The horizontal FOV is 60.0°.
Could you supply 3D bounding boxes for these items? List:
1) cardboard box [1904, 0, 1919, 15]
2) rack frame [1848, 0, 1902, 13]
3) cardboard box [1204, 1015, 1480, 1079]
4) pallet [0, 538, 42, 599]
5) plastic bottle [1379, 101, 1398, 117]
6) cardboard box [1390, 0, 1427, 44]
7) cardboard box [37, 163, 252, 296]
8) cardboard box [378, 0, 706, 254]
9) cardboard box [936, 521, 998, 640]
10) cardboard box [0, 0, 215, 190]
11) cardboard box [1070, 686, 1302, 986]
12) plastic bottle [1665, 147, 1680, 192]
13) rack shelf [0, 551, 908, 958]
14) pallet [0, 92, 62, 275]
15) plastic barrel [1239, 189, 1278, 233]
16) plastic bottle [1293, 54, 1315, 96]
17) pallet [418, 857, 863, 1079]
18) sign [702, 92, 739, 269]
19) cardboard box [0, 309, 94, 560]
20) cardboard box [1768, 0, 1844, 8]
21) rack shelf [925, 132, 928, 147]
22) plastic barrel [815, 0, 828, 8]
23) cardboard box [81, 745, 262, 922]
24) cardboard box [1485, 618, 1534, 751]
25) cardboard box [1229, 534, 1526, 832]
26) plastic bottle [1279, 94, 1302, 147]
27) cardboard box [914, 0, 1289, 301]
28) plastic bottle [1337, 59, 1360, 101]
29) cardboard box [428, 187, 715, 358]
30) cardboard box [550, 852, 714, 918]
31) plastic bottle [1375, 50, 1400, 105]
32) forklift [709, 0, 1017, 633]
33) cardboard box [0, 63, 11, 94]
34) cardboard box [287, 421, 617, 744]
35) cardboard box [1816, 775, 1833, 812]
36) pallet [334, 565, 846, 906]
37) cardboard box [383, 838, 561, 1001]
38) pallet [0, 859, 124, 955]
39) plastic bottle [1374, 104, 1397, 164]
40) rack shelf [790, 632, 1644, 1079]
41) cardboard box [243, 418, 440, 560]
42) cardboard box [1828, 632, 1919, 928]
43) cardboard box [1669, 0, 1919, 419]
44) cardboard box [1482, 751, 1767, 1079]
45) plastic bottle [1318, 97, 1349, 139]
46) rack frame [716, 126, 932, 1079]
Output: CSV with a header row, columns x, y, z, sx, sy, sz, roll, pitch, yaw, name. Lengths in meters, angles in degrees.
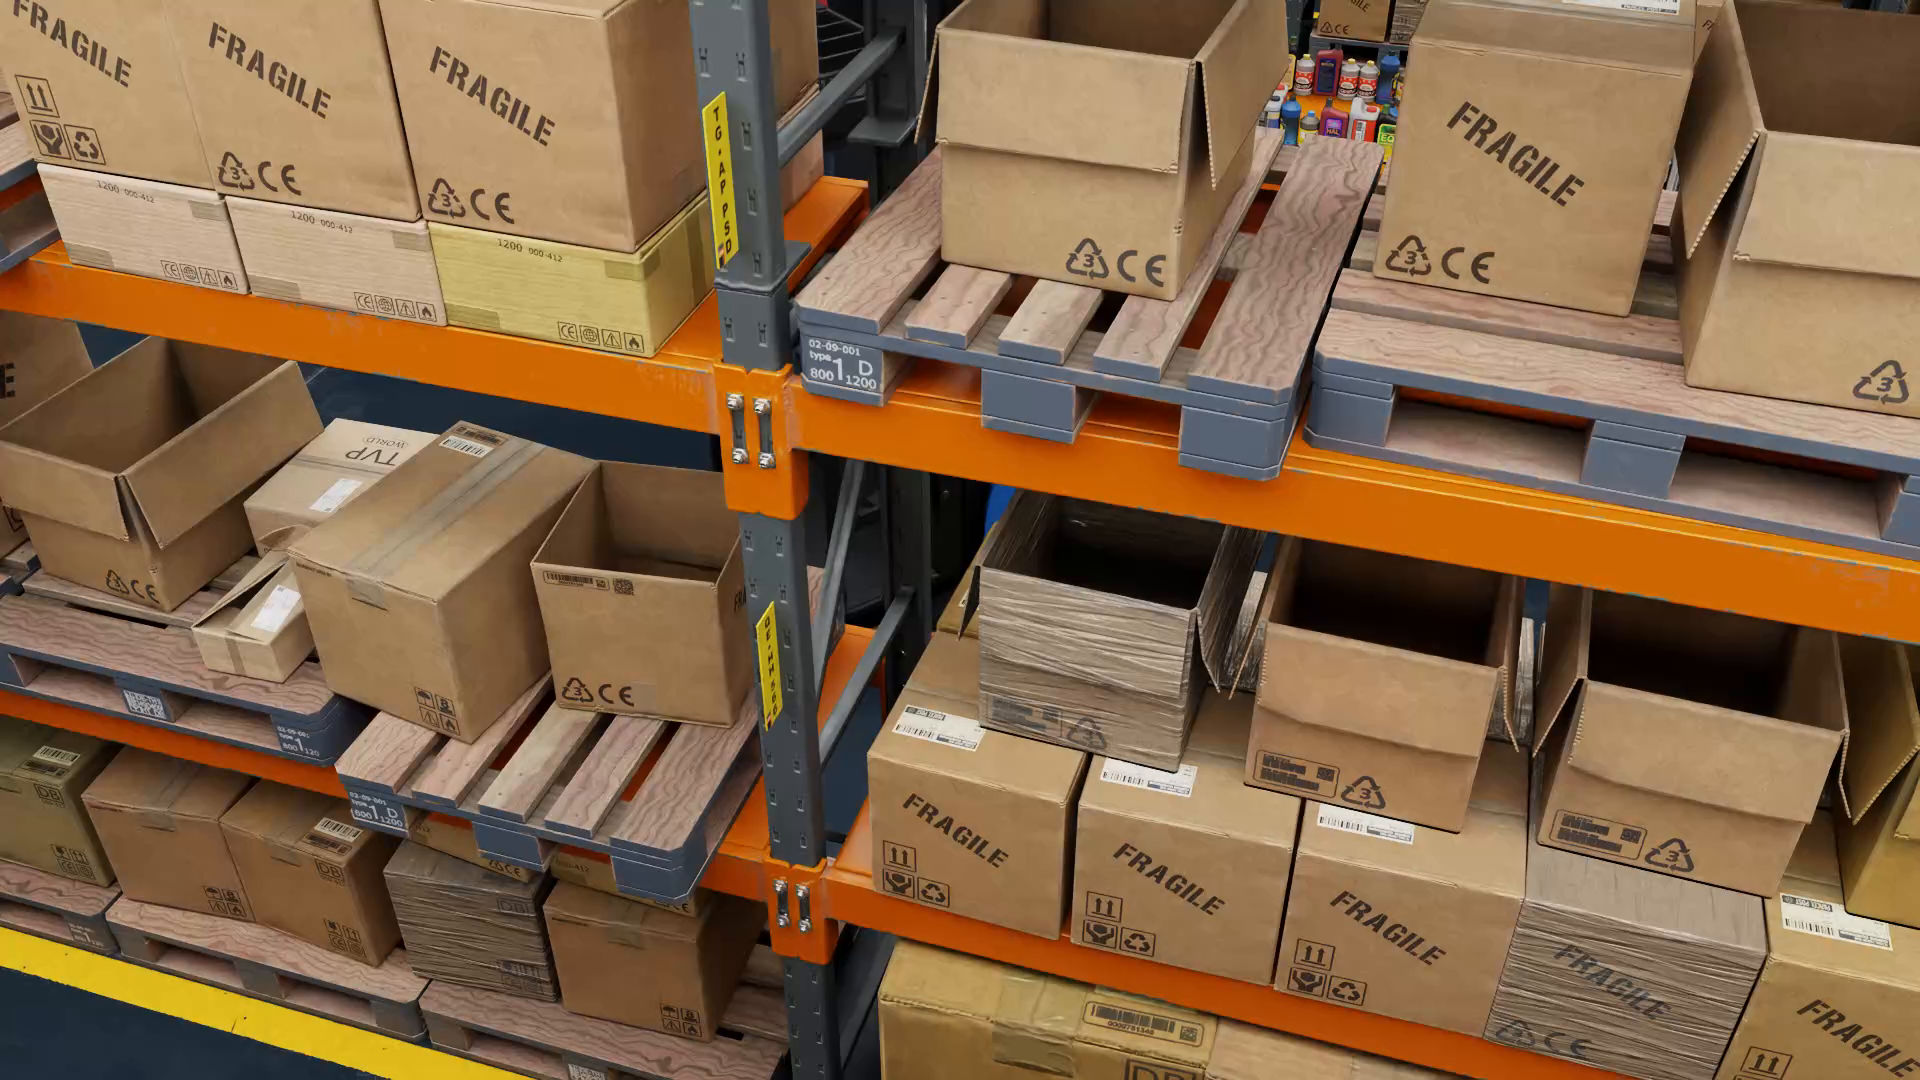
x,y,z,sx,sy,sz,roll,pitch,yaw,name
7.112,-3.704,11.989,0.500,0.500,0.500,10,38,14,cardboard box
6.483,-4.474,11.298,0.127,3.000,1.000,10,38,14,rack frame
1.209,1.406,4.747,0.875,0.875,1.225,11,38,14,cardboard box
-3.424,0.011,5.366,1.213,0.211,1.003,10,38,14,pallet
2.064,-1.984,8.024,0.097,0.271,0.097,0,36,0,plastic bottle
3.516,-4.019,12.418,0.500,0.500,0.500,9,37,12,cardboard box
-1.775,-0.839,3.956,0.500,0.250,0.500,12,38,15,cardboard box
-0.822,-0.969,3.499,0.500,0.500,0.500,11,38,15,cardboard box
0.253,0.331,4.686,0.500,0.500,0.500,12,38,15,cardboard box
-1.783,-1.149,3.744,0.500,0.500,0.500,11,38,15,cardboard box
0.584,0.713,4.166,0.500,0.500,0.500,10,37,13,cardboard box
3.350,-1.727,7.670,0.135,0.276,0.152,10,38,14,plastic bottle
-2.201,0.360,5.337,4.000,0.370,1.077,10,38,14,rack shelf
-2.562,-1.065,4.294,1.003,0.211,1.213,10,38,14,pallet
1.657,-1.597,8.866,0.708,0.830,0.600,10,38,14,plastic barrel
1.803,-2.438,8.699,0.097,0.201,0.097,0,36,0,plastic bottle
-1.038,1.408,5.659,1.213,0.211,1.003,10,38,14,pallet
-0.456,-0.686,3.185,0.005,0.325,0.100,10,38,14,sign
-3.394,-0.474,5.004,1.000,1.000,1.000,11,38,14,cardboard box
5.927,-3.569,11.806,0.500,0.500,0.500,10,38,14,cardboard box
-0.724,-2.442,9.145,4.000,0.370,1.077,10,38,14,rack shelf
-0.672,-2.641,8.693,0.433,0.535,0.433,0,36,0,plastic barrel
-2.547,0.861,5.788,0.500,0.500,0.700,7,37,10,cardboard box
1.224,0.512,4.440,0.500,0.500,0.500,9,37,12,cardboard box
1.022,0.235,3.970,0.637,0.503,0.797,11,38,15,cardboard box
1.604,-2.031,8.088,0.097,0.271,0.097,0,36,0,plastic bottle
0.312,-0.928,3.508,0.637,0.503,0.797,13,38,17,cardboard box
2.023,-2.397,8.644,0.097,0.201,0.097,0,36,0,plastic bottle
-0.819,-0.669,3.725,0.500,0.250,0.500,11,38,14,cardboard box
-0.941,0.850,5.170,0.500,0.250,0.500,12,38,16,cardboard box
2.209,-2.391,8.576,0.097,0.271,0.097,0,36,0,plastic bottle
-0.560,-0.941,6.557,3.031,2.935,1.130,-23,42,-28,forklift
-2.291,-1.291,4.286,0.250,0.166,0.380,9,37,13,cardboard box
-1.382,0.100,4.646,0.500,0.500,0.700,16,39,21,cardboard box
2.204,0.691,4.197,0.500,0.500,0.500,10,37,13,cardboard box
-1.004,0.435,4.790,1.003,0.211,1.213,10,38,14,pallet
-1.471,1.055,5.523,0.500,0.500,0.700,8,37,10,cardboard box
-3.367,0.977,6.245,1.213,0.211,1.003,10,38,14,pallet
2.057,-1.941,7.955,0.133,0.283,0.061,10,38,14,plastic bottle
1.617,1.067,4.377,4.000,0.370,1.077,10,38,14,rack shelf
-1.823,-0.111,5.143,0.500,0.250,0.500,9,37,13,cardboard box
2.262,0.450,3.677,0.637,0.503,0.797,11,38,14,cardboard box
1.664,-0.646,3.125,0.637,0.503,0.797,10,38,13,cardboard box
1.550,0.891,3.924,0.500,0.500,0.500,11,38,14,cardboard box
1.801,-1.988,8.019,0.133,0.283,0.061,10,38,14,plastic bottle
-0.292,0.424,4.644,0.127,3.000,1.000,10,38,14,rack frame
